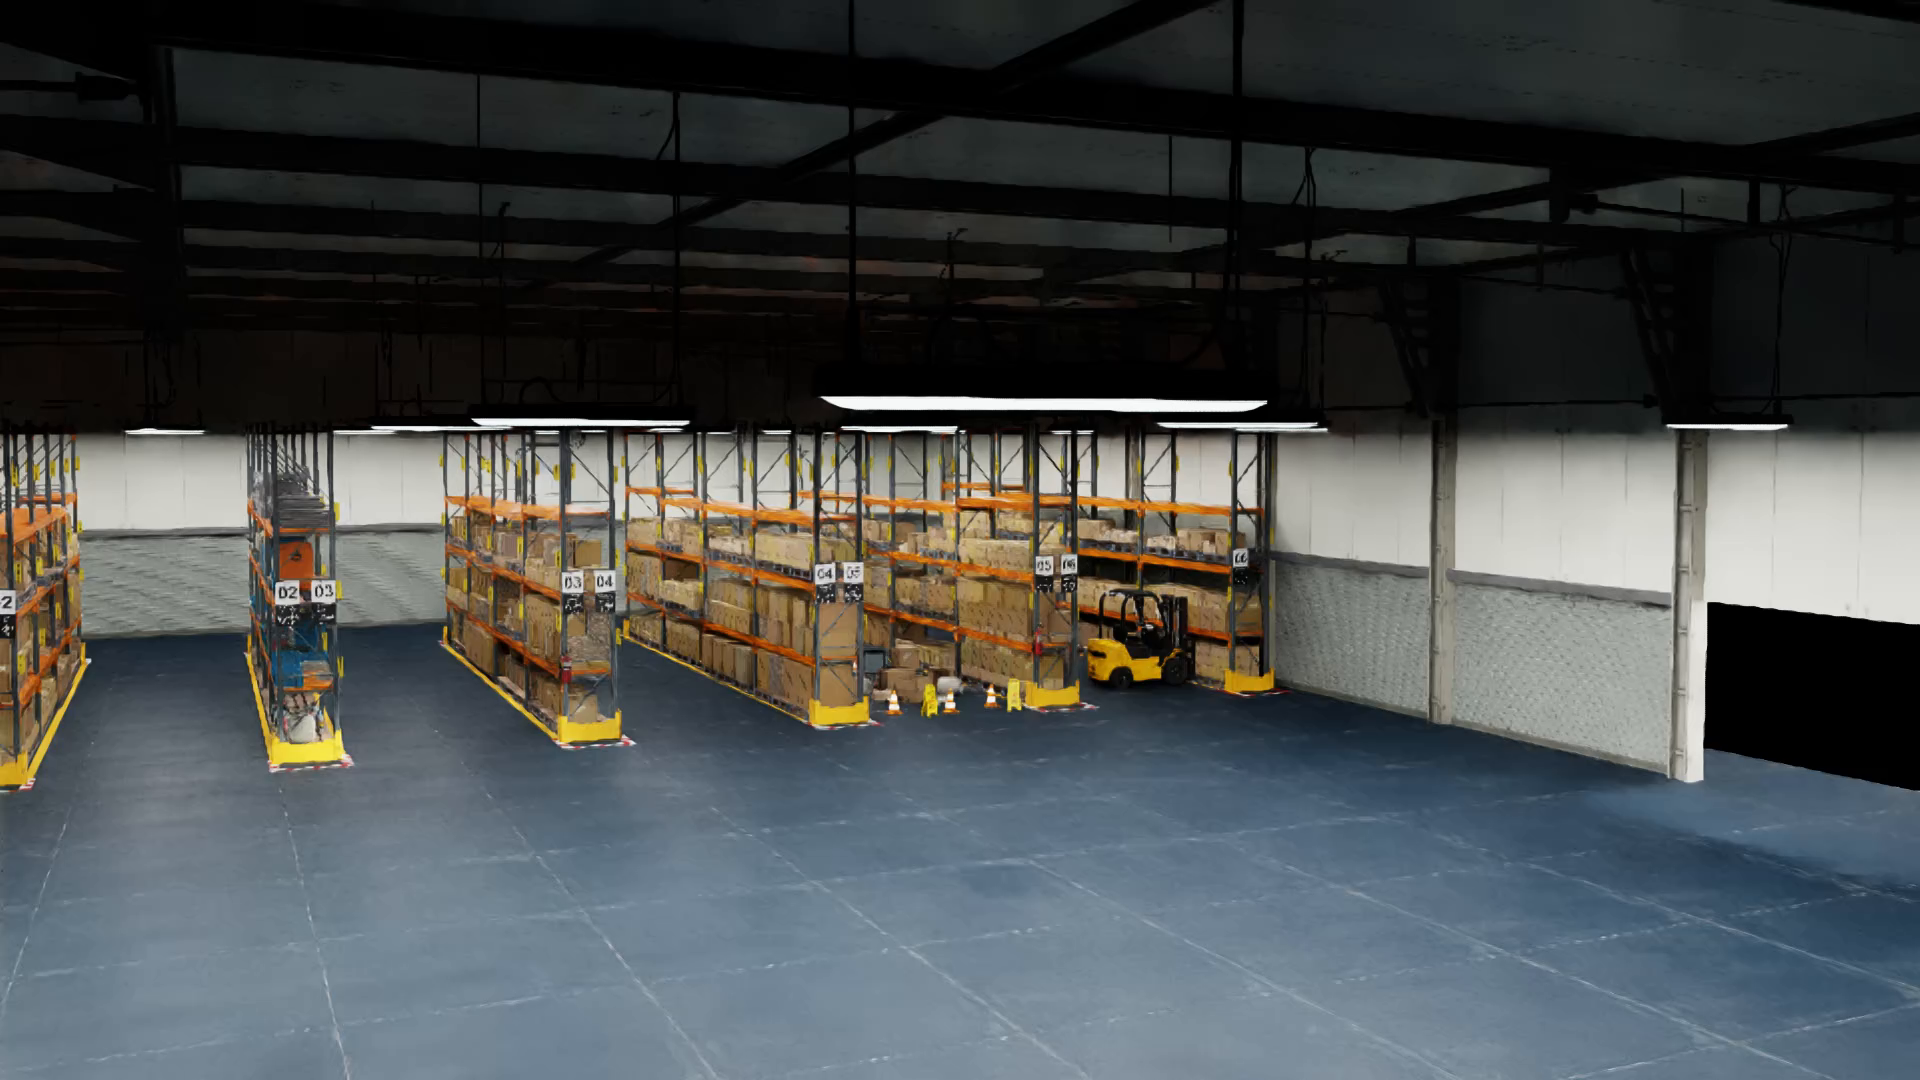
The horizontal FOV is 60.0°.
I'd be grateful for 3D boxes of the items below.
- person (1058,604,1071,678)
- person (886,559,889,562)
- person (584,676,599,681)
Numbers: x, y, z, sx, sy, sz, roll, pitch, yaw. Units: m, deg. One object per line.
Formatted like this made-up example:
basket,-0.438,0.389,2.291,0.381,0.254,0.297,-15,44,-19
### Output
person,2.426,2.379,39.513,0.495,1.731,0.588,0,4,4
person,-2.233,1.487,54.206,0.555,1.718,0.701,3,4,37
person,-8.625,2.446,38.859,0.502,1.677,0.422,3,4,36
